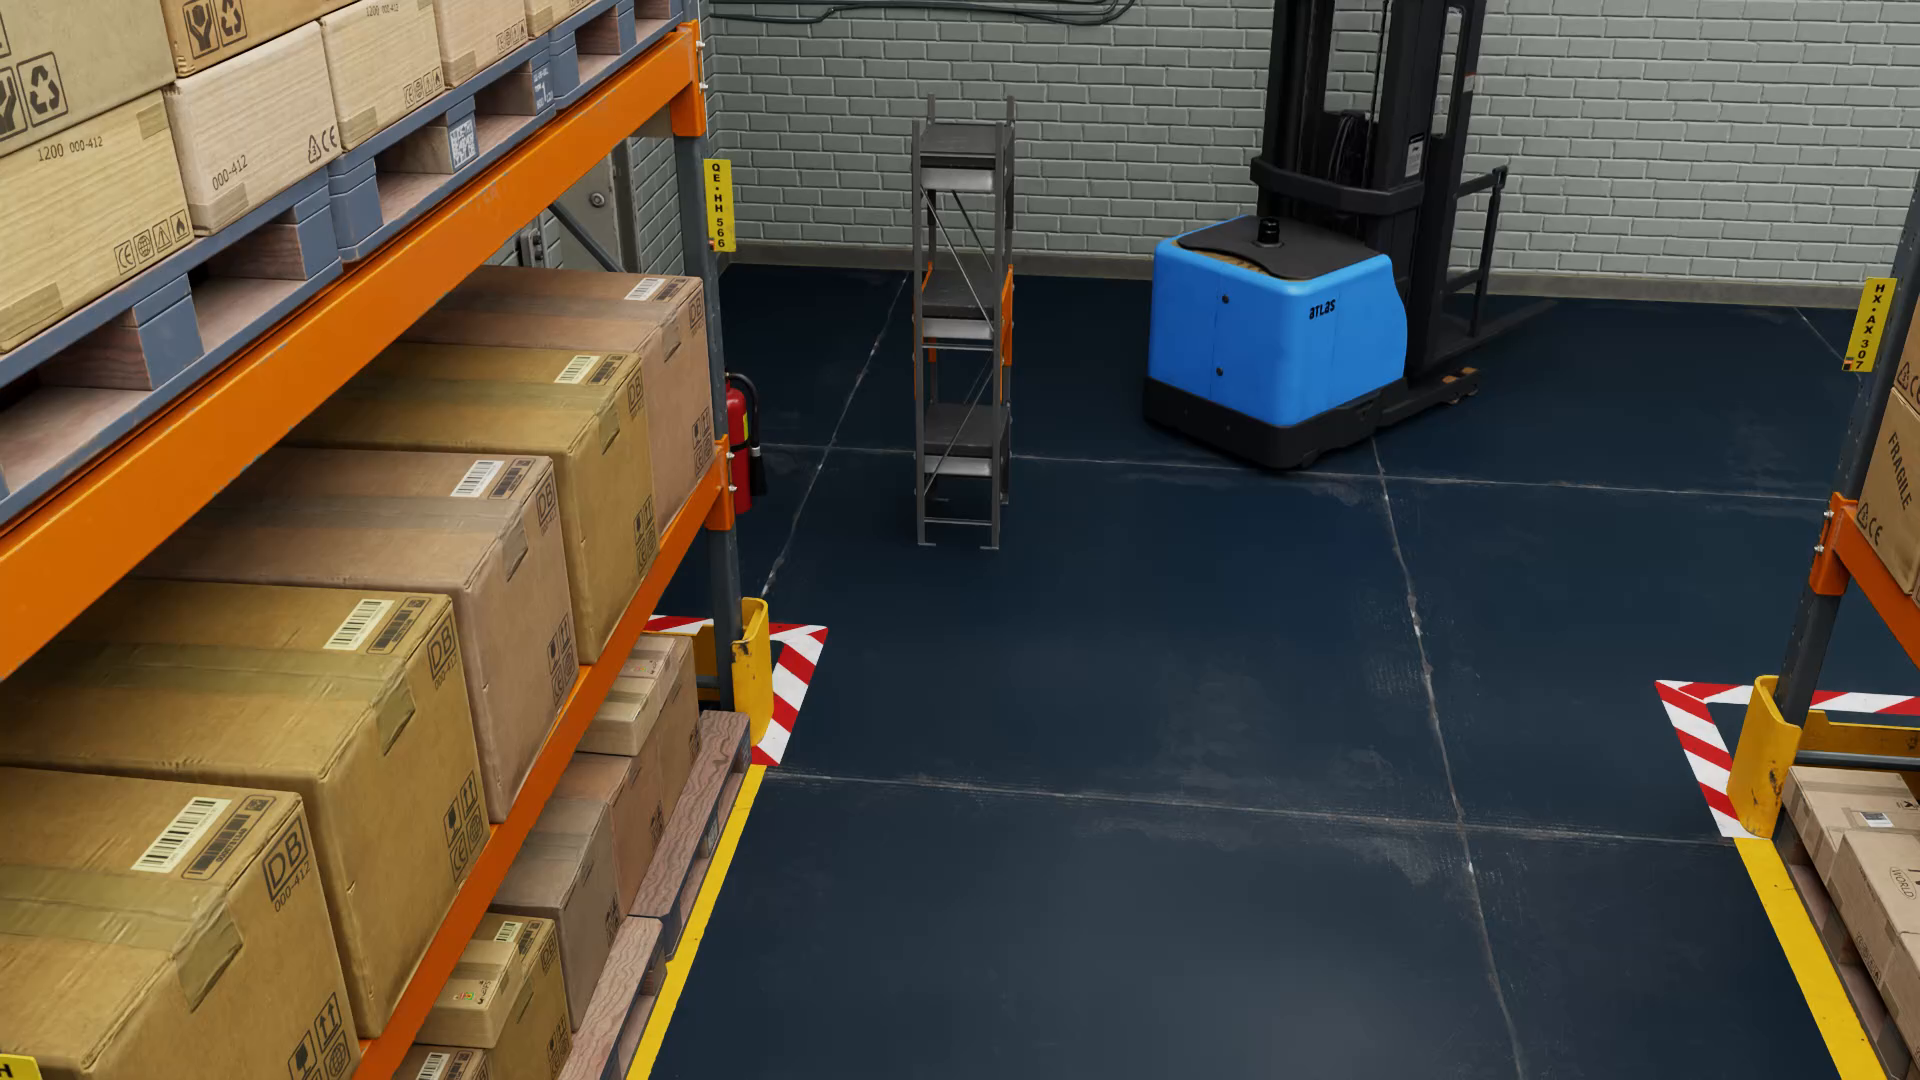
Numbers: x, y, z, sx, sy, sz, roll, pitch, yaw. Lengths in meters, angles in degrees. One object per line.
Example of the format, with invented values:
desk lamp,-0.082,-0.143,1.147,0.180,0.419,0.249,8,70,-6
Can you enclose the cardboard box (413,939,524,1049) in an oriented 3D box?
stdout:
cardboard box,-1.382,1.188,4.391,0.380,0.149,0.250,3,28,5

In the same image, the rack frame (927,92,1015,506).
rack frame,0.050,-1.117,8.110,0.400,2.100,0.015,3,28,6

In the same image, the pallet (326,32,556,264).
pallet,-1.600,-0.938,3.760,1.003,0.211,1.213,3,28,6

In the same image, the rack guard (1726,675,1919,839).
rack guard,3.535,0.840,6.164,1.175,0.500,0.348,3,28,6

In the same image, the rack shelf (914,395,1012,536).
rack shelf,0.020,-0.374,8.235,0.431,0.518,0.480,3,28,6

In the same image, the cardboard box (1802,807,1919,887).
cardboard box,3.121,1.052,5.658,0.380,0.166,0.250,3,28,6

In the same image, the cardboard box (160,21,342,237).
cardboard box,-1.440,-0.732,2.893,0.500,0.250,0.500,3,28,5

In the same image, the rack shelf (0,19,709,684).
rack shelf,-1.618,-0.645,3.880,1.077,0.370,4.000,3,28,6

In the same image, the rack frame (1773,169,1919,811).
rack frame,3.544,-0.296,5.637,1.000,3.000,0.127,3,28,6

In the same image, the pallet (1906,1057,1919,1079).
pallet,3.286,1.915,4.473,1.003,0.211,1.213,3,28,6

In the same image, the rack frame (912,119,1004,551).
rack frame,-0.010,-0.887,7.683,0.400,2.100,0.015,3,28,6

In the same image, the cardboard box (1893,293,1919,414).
cardboard box,3.228,-0.587,5.017,0.500,0.500,0.500,4,29,8

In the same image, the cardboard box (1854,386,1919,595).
cardboard box,3.228,-0.147,5.254,0.500,0.500,0.500,4,29,7

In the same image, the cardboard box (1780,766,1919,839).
cardboard box,3.152,0.942,5.880,0.380,0.149,0.250,3,28,6

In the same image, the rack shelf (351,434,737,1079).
rack shelf,-1.618,0.676,4.591,1.077,0.370,4.000,3,28,6

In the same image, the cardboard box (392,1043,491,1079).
cardboard box,-1.604,1.634,4.248,0.700,0.500,0.500,3,28,6

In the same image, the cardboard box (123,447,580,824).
cardboard box,-1.606,0.228,4.348,0.980,0.700,0.700,2,28,4

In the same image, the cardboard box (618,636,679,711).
cardboard box,-1.194,0.454,5.753,0.380,0.149,0.250,3,28,6

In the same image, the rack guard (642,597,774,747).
rack guard,-1.370,0.507,6.782,1.175,0.500,0.348,3,28,6

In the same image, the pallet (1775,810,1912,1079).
pallet,3.438,1.343,5.536,1.003,0.211,1.213,3,28,6

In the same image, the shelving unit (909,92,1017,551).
shelving unit,0.020,-1.002,7.897,0.431,2.100,0.503,3,28,6

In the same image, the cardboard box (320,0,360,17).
cardboard box,-1.385,-1.307,3.171,0.500,0.500,0.500,4,29,7

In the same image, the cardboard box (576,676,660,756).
cardboard box,-1.224,0.574,5.530,0.380,0.149,0.250,4,29,8

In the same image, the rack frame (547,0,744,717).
rack frame,-1.372,-0.582,6.168,1.000,3.000,0.127,3,28,6

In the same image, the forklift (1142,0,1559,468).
forklift,2.468,-2.248,9.333,3.031,2.935,1.130,-23,36,-36

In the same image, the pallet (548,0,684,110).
pallet,-1.453,-1.514,4.829,1.003,0.211,1.213,3,28,6

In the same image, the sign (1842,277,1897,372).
sign,3.006,-0.709,5.490,0.100,0.325,0.005,3,28,6

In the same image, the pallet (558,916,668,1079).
pallet,-1.545,1.599,5.060,1.003,0.211,1.213,3,28,6

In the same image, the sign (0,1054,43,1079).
sign,-1.323,0.853,2.368,0.100,0.325,0.005,3,28,6

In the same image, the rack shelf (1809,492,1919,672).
rack shelf,3.299,0.962,4.060,1.077,0.370,4.000,3,28,6

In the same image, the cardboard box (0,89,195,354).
cardboard box,-1.516,-0.493,2.450,0.500,0.250,0.500,3,28,6

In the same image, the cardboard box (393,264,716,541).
cardboard box,-1.425,-0.474,5.650,0.980,0.700,0.700,5,29,9

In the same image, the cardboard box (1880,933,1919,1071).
cardboard box,3.074,1.431,4.867,0.500,0.250,0.500,3,28,6

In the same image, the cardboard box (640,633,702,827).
cardboard box,-1.359,0.669,6.039,0.700,0.500,0.500,3,28,6

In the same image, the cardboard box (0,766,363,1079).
cardboard box,-1.780,0.914,3.074,0.980,0.700,0.700,4,29,7

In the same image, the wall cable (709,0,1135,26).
wall cable,-0.325,-4.498,10.385,3.097,2.526,0.112,3,28,6

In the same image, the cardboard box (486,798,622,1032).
cardboard box,-1.481,1.141,5.162,0.700,0.500,0.500,2,28,5

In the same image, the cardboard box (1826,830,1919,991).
cardboard box,3.135,1.195,5.304,0.500,0.250,0.500,3,28,6

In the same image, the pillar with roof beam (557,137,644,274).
pillar with roof beam,2.372,-4.294,6.733,9.100,9.000,0.400,3,28,6

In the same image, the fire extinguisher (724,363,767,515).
fire extinguisher,-0.896,-0.428,6.357,0.296,0.674,0.183,3,28,6

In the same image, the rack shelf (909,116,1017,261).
rack shelf,0.020,-1.607,7.571,0.431,0.518,0.480,3,28,6

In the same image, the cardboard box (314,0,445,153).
cardboard box,-1.384,-0.974,3.342,0.500,0.250,0.500,3,28,5

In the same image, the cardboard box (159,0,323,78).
cardboard box,-1.440,-1.075,2.739,0.500,0.500,0.500,3,28,5

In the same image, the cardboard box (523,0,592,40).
cardboard box,-1.261,-1.461,4.246,0.500,0.250,0.500,2,28,4

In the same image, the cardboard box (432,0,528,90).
cardboard box,-1.320,-1.215,3.790,0.500,0.250,0.500,3,28,5

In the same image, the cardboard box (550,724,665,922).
cardboard box,-1.420,0.904,5.602,0.700,0.500,0.500,3,28,6

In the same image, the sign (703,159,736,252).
sign,-0.836,-1.158,5.767,0.100,0.325,0.005,3,28,6

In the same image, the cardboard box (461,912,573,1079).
cardboard box,-1.539,1.392,4.696,0.700,0.500,0.500,4,29,7

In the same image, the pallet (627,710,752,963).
pallet,-1.393,1.026,6.123,1.003,0.211,1.213,3,28,6

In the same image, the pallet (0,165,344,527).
pallet,-1.752,-0.365,2.697,1.003,0.211,1.213,3,28,6

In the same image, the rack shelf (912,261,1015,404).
rack shelf,0.020,-0.990,7.903,0.431,0.518,0.480,3,28,6

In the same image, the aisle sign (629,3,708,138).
aisle sign,-1.066,-1.743,5.582,0.394,0.787,0.004,3,28,6

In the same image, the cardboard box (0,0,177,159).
cardboard box,-1.497,-0.832,2.289,0.500,0.500,0.500,3,28,6

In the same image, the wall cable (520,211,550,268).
wall cable,-2.154,-1.687,7.148,0.084,1.984,1.851,3,28,6

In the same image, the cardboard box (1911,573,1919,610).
cardboard box,3.170,0.096,4.803,0.500,0.500,0.500,3,28,6

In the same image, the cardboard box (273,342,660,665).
cardboard box,-1.503,-0.131,5.014,0.980,0.700,0.700,3,28,6

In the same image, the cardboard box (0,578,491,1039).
cardboard box,-1.685,0.571,3.712,0.980,0.700,0.700,3,28,5
